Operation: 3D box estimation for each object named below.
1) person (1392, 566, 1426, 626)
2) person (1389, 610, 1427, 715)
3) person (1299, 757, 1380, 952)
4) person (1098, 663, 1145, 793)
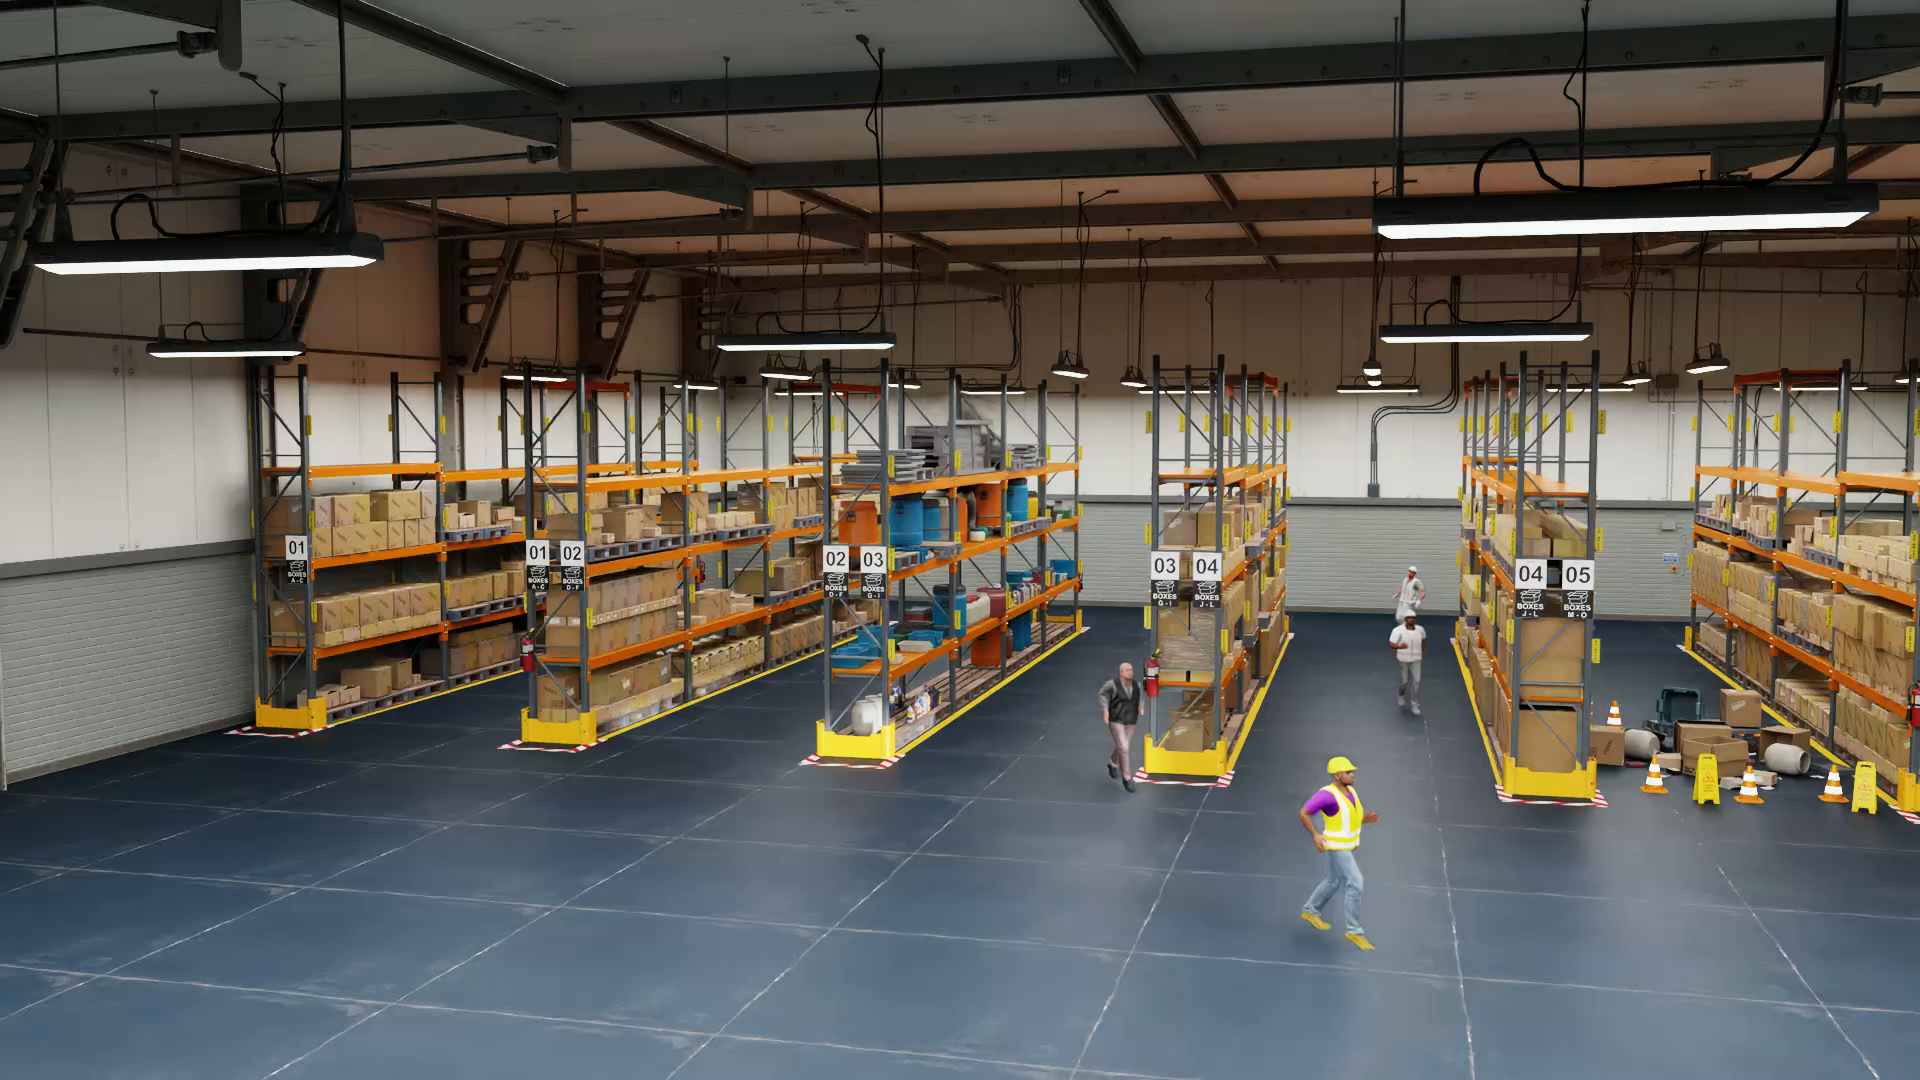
[{"bbox_3d":[10.357,1.480,38.603,0.606,1.748,0.727,-2,4,-22],"label":"person"},{"bbox_3d":[7.814,2.093,28.908,0.701,1.765,0.917,0,4,2],"label":"person"},{"bbox_3d":[3.668,3.001,16.085,0.820,1.821,0.677,3,5,35],"label":"person"},{"bbox_3d":[2.255,2.551,23.069,0.608,1.738,0.934,-2,4,-25],"label":"person"}]
